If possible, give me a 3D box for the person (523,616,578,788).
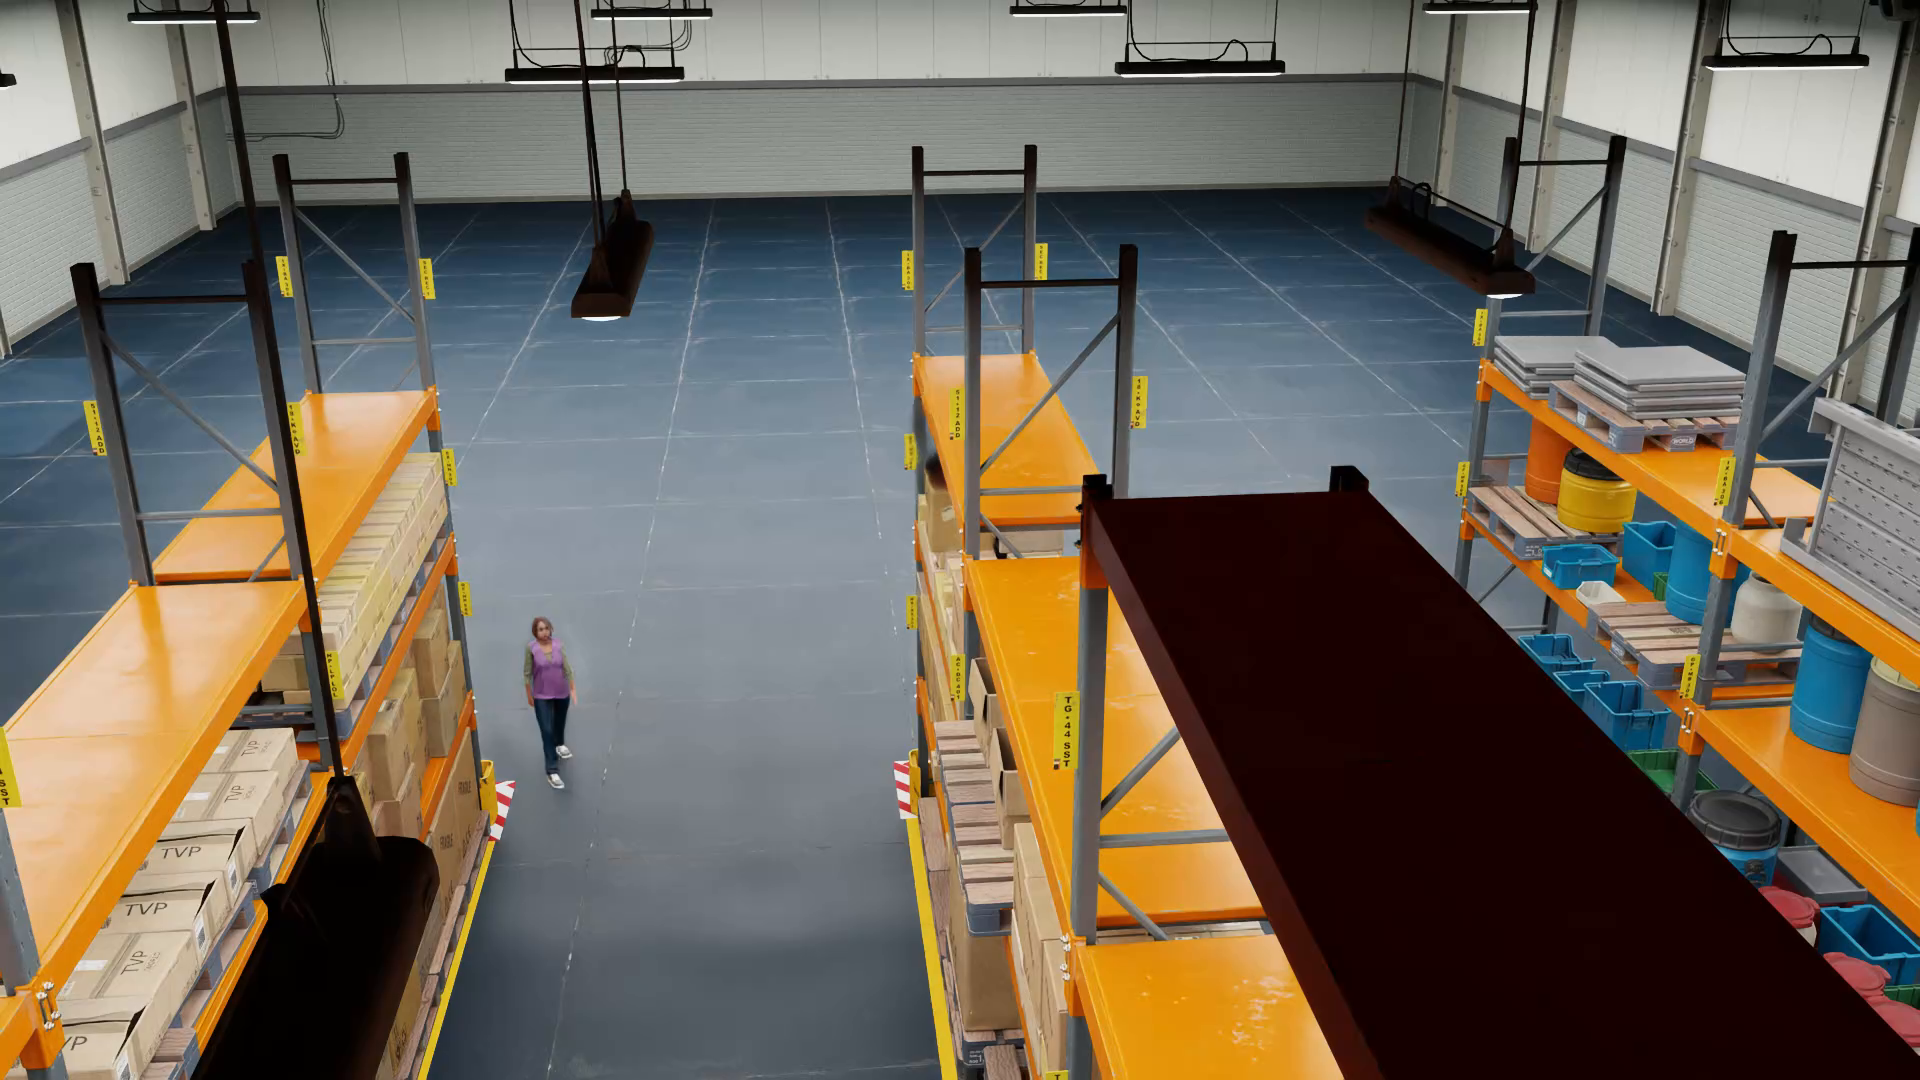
[{"bbox_3d":[-3.847,1.495,15.710,0.453,1.546,0.880,-9,23,-21],"label":"person"}]
